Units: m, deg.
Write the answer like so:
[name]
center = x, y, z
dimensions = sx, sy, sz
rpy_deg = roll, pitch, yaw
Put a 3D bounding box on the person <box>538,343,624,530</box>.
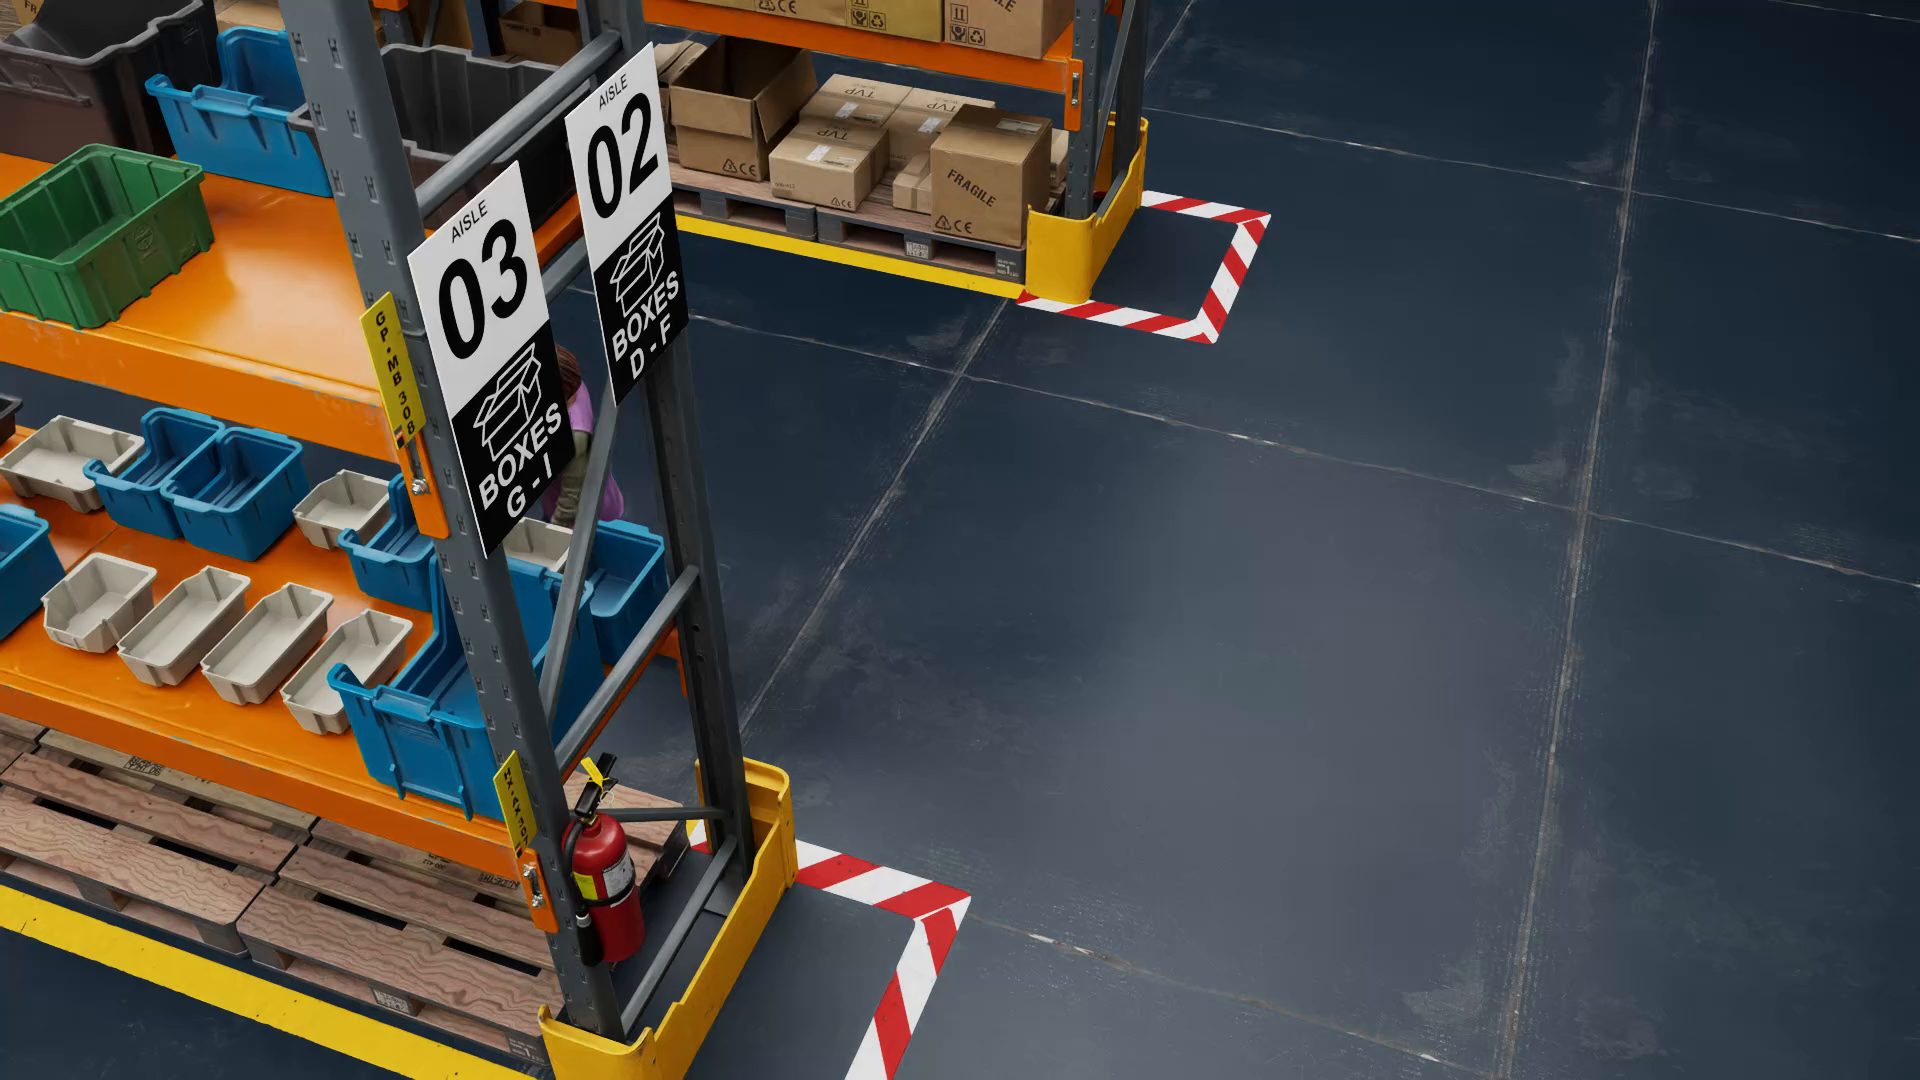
[person]
center = -1.496, -0.110, 6.283
dimensions = 0.709, 1.577, 0.510
rpy_deg = -13, 44, -14
